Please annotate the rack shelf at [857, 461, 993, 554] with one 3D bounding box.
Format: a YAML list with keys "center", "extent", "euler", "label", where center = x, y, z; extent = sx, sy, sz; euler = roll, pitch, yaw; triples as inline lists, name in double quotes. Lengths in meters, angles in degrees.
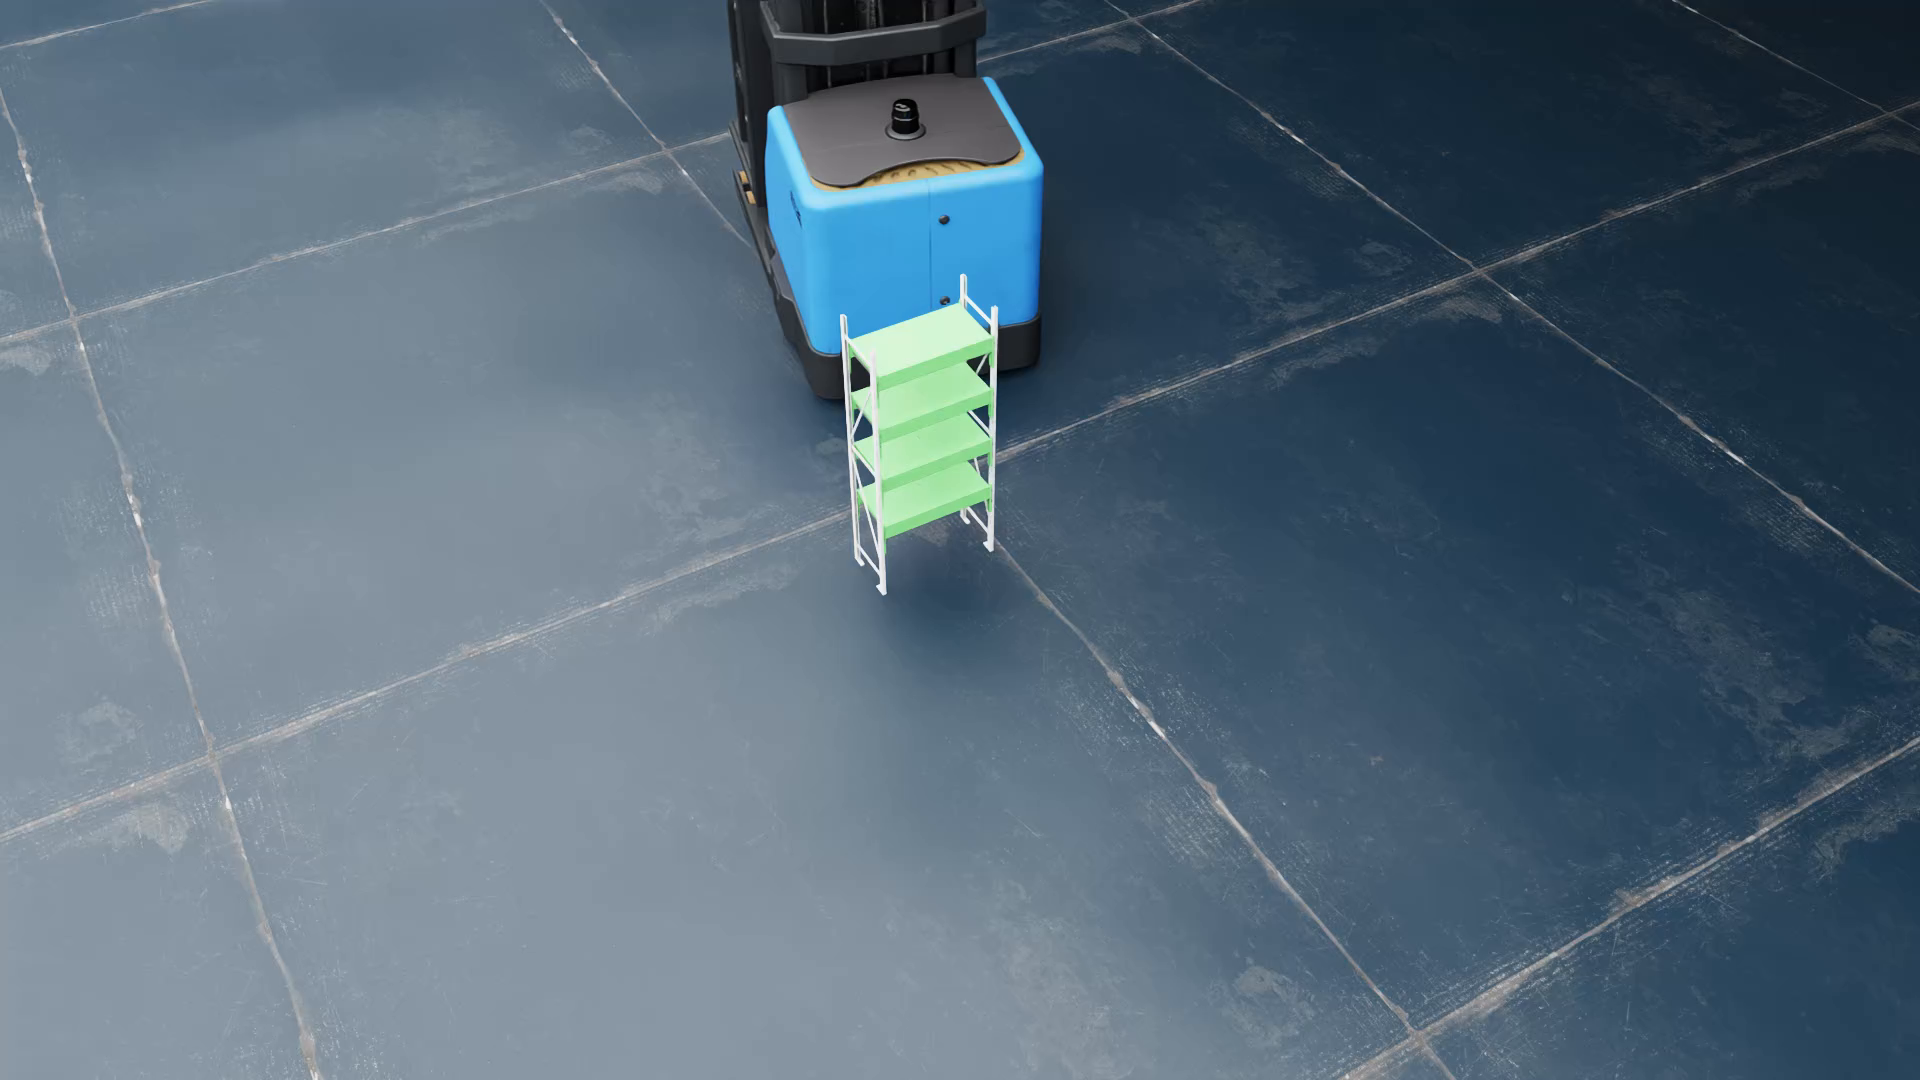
- center: [-0.144, -0.155, 6.485]
  extent: [0.480, 0.148, 0.258]
  euler: [-22, 48, -21]
  label: "rack shelf"

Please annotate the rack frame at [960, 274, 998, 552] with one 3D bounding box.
- center: [0.068, -0.458, 6.360]
  extent: [0.015, 1.200, 0.240]
  euler: [-22, 48, -21]
  label: "rack frame"

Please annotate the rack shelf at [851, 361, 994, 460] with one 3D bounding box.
- center: [-0.144, -0.500, 6.150]
  extent: [0.480, 0.148, 0.258]
  euler: [-22, 48, -21]
  label: "rack shelf"

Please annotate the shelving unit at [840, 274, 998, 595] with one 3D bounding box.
- center: [-0.144, -0.373, 6.273]
  extent: [0.503, 1.200, 0.258]
  euler: [-22, 48, -21]
  label: "shelving unit"

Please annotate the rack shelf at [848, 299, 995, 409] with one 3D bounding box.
- center: [-0.144, -0.672, 5.983]
  extent: [0.480, 0.148, 0.258]
  euler: [-22, 48, -21]
  label: "rack shelf"

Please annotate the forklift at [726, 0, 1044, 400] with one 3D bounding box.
- center: [-0.527, -2.711, 7.439]
  extent: [1.130, 2.935, 3.031]
  euler: [-11, 45, -11]
  label: "forklift"

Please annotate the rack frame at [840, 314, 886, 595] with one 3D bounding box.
- center: [-0.355, -0.288, 6.186]
  extent: [0.015, 1.200, 0.240]
  euler: [-22, 48, -21]
  label: "rack frame"

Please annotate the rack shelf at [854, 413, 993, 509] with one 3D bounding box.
- center: [-0.144, -0.327, 6.317]
  extent: [0.480, 0.148, 0.258]
  euler: [-22, 48, -21]
  label: "rack shelf"
